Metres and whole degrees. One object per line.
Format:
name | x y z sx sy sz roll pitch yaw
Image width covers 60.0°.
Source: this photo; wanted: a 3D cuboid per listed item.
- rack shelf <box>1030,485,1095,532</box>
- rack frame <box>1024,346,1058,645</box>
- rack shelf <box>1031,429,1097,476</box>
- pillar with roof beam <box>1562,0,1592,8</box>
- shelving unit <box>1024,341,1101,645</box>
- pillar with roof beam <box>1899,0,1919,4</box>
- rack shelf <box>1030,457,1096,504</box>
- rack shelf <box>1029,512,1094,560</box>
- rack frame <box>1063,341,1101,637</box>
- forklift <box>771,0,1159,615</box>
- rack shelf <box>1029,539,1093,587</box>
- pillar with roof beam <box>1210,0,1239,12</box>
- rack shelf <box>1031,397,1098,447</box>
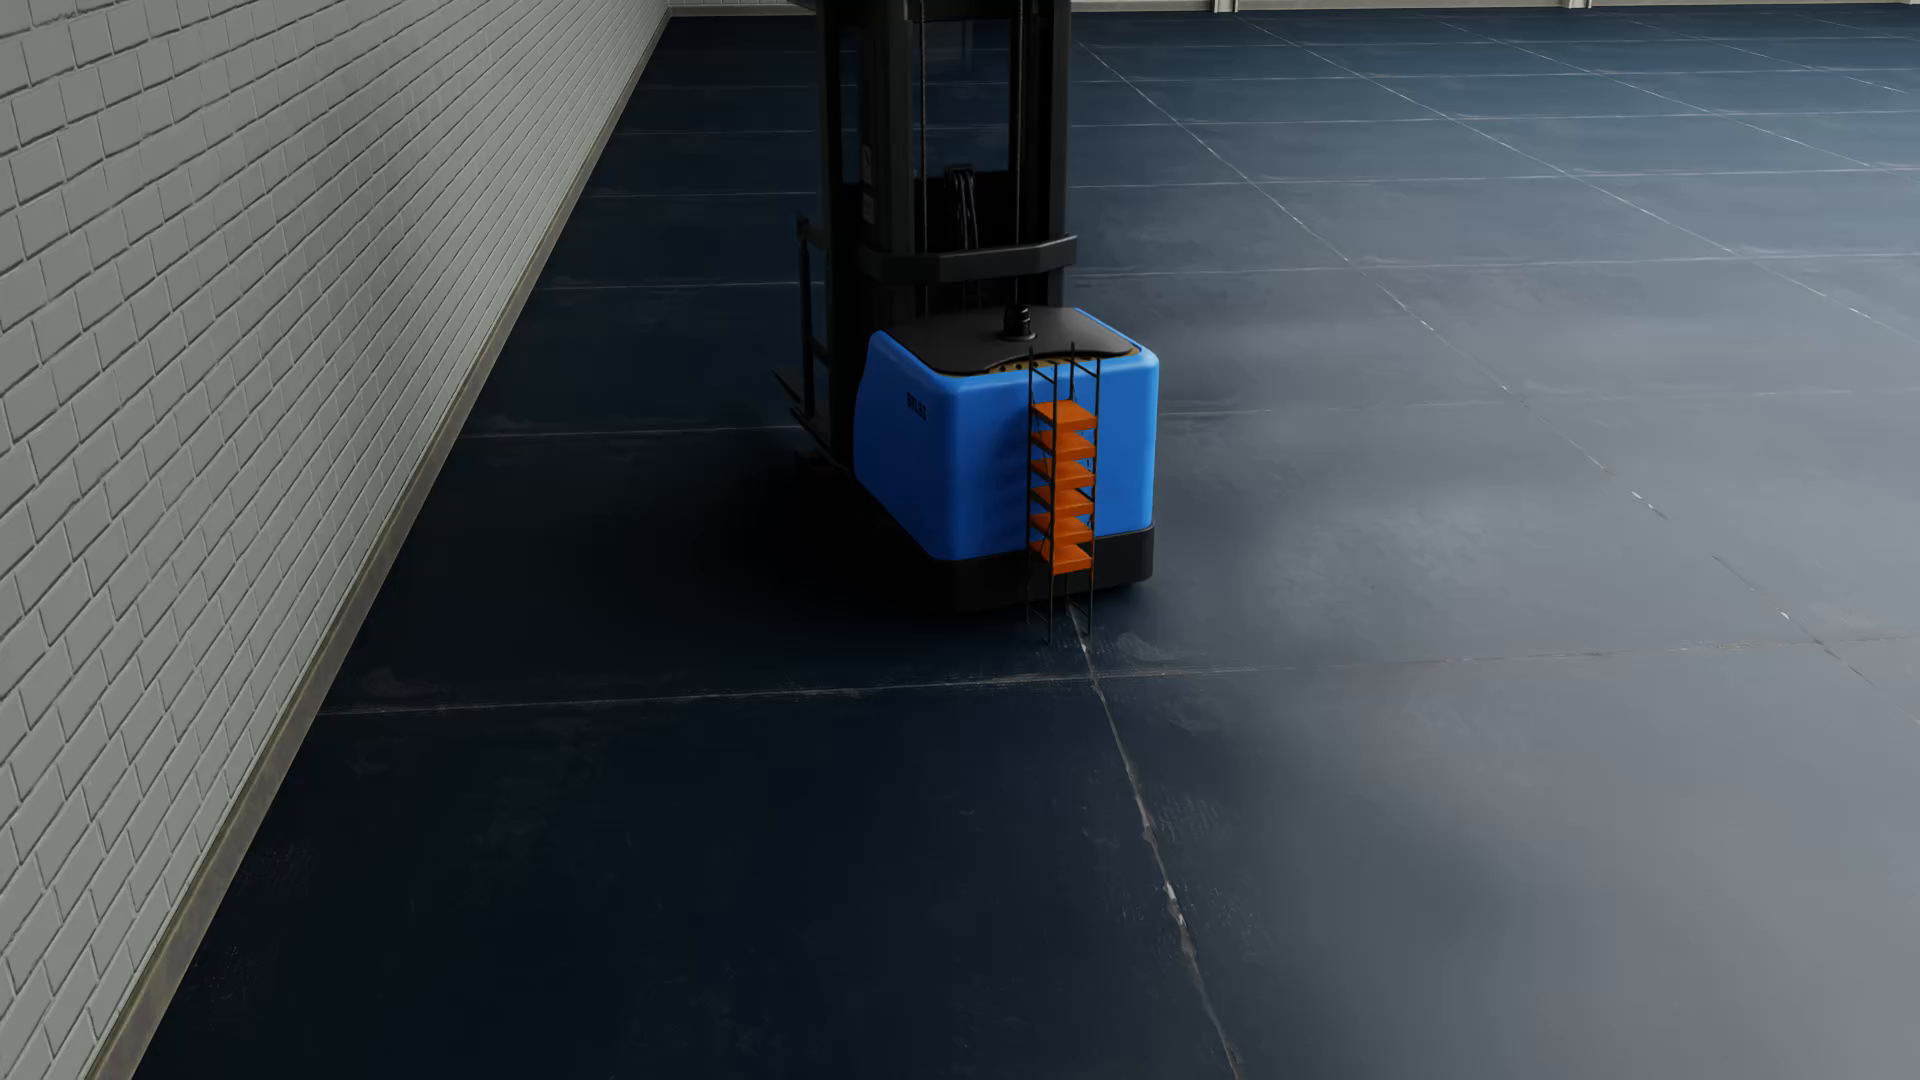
rack shelf | 0.405 -0.138 6.692 0.180 0.103 0.258 -10 26 -21
rack frame | 0.321 -0.164 6.641 0.006 1.200 0.240 -10 26 -21
rack shelf | 0.405 -0.357 6.595 0.180 0.103 0.258 -10 26 -21
pillar with roof beam | 10.715 -11.278 22.045 0.400 9.000 9.100 -2 24 -5
shelving unit | 0.405 -0.178 6.674 0.189 1.200 0.258 -10 26 -21
pillar with roof beam | 16.686 -11.518 22.584 0.400 9.000 9.100 -2 24 -5
rack shelf | 0.405 -0.248 6.644 0.180 0.103 0.258 -10 26 -21
rack shelf | 0.405 -0.028 6.741 0.180 0.103 0.258 -10 26 -21
rack frame | 0.489 -0.193 6.708 0.006 1.200 0.240 -10 26 -21
forklift | -0.184 -1.600 7.740 1.130 2.935 3.031 -9 26 -20
rack shelf | 0.405 0.081 6.790 0.180 0.103 0.258 -10 26 -21
pillar with roof beam | 4.744 -11.039 21.506 0.400 9.000 9.100 -2 24 -5
rack shelf | 0.405 -0.467 6.546 0.180 0.103 0.258 -10 26 -21
